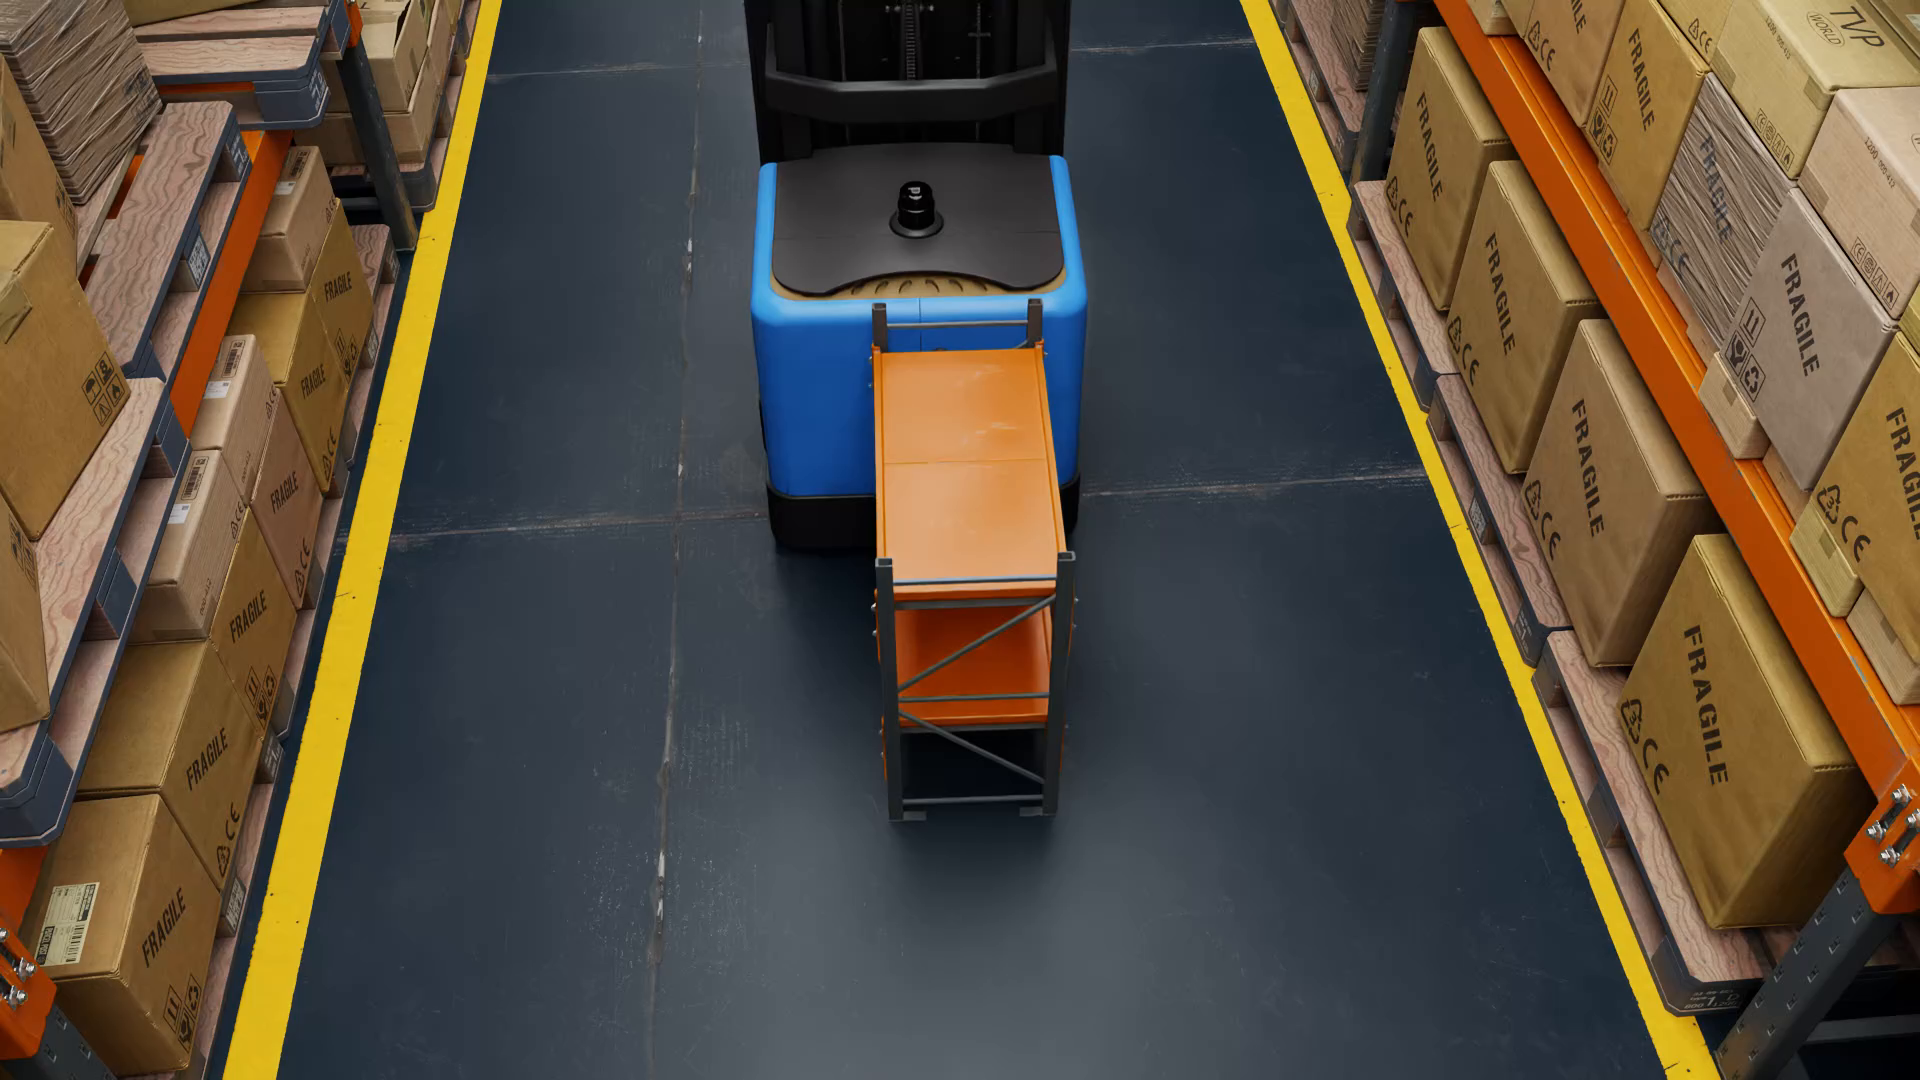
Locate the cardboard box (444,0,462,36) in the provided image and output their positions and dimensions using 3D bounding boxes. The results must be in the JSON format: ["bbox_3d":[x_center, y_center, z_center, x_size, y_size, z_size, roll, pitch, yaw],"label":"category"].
[{"bbox_3d":[-2.600,-2.567,7.720,0.500,0.250,0.500,-5,47,-4],"label":"cardboard box"}]

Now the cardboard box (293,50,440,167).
[{"bbox_3d":[-2.508,-1.828,7.020,0.500,0.250,0.500,-4,47,-3],"label":"cardboard box"}]

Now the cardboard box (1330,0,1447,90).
[{"bbox_3d":[2.067,-2.346,7.324,0.700,0.500,0.500,-3,47,-3],"label":"cardboard box"}]

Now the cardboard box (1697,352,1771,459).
[{"bbox_3d":[2.102,-0.349,4.174,0.380,0.149,0.250,-3,47,-3],"label":"cardboard box"}]

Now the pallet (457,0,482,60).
[{"bbox_3d":[-2.886,-2.752,8.211,1.003,0.211,1.213,-3,47,-3],"label":"pallet"}]

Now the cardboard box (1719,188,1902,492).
[{"bbox_3d":[2.172,-0.473,3.844,0.500,0.500,0.500,-3,47,-3],"label":"cardboard box"}]

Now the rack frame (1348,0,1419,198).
[{"bbox_3d":[2.179,-2.536,6.086,1.000,3.000,0.127,-3,47,-3],"label":"rack frame"}]

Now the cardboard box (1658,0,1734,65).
[{"bbox_3d":[2.101,-1.474,4.276,0.500,0.250,0.500,-4,47,-4],"label":"cardboard box"}]

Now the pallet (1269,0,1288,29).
[{"bbox_3d":[2.017,-3.023,8.468,1.003,0.211,1.213,-3,47,-3],"label":"pallet"}]

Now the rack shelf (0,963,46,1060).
[{"bbox_3d":[-2.254,2.356,1.948,1.077,0.370,4.000,-3,47,-3],"label":"rack shelf"}]

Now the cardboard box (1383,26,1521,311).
[{"bbox_3d":[2.110,-1.401,6.202,0.750,0.750,0.750,-4,47,-4],"label":"cardboard box"}]

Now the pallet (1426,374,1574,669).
[{"bbox_3d":[2.269,-0.122,5.720,1.003,0.211,1.213,-3,47,-3],"label":"pallet"}]

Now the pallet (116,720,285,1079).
[{"bbox_3d":[-2.527,1.035,4.625,1.003,0.211,1.213,-3,47,-3],"label":"pallet"}]

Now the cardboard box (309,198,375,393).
[{"bbox_3d":[-2.444,-0.862,5.919,0.500,0.500,0.500,-2,47,-2],"label":"cardboard box"}]

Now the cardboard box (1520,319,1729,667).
[{"bbox_3d":[2.253,-0.152,5.020,0.750,0.750,0.750,-2,47,-2],"label":"cardboard box"}]

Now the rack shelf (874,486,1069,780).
[{"bbox_3d":[0.016,0.234,5.091,0.538,0.278,1.000,-2,47,-2],"label":"rack shelf"}]

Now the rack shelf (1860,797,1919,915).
[{"bbox_3d":[2.682,2.052,2.236,1.077,0.370,4.000,-3,47,-3],"label":"rack shelf"}]

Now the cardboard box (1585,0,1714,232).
[{"bbox_3d":[2.091,-1.198,4.531,0.500,0.500,0.500,-2,47,-2],"label":"cardboard box"}]

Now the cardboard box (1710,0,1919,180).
[{"bbox_3d":[2.144,-1.105,3.927,0.500,0.250,0.500,-3,47,-3],"label":"cardboard box"}]

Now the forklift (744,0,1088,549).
[{"bbox_3d":[-0.185,-2.041,5.665,1.130,2.935,3.031,-2,47,-2],"label":"forklift"}]

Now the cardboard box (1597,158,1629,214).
[{"bbox_3d":[2.115,-1.095,4.880,0.380,0.149,0.250,-3,47,-3],"label":"cardboard box"}]

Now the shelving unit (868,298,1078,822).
[{"bbox_3d":[0.016,0.066,4.913,0.538,1.125,1.048,-2,47,-2],"label":"shelving unit"}]

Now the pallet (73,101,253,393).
[{"bbox_3d":[-2.589,-0.759,4.536,1.003,0.211,1.213,-3,47,-3],"label":"pallet"}]

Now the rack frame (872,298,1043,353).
[{"bbox_3d":[-0.007,-0.303,5.262,0.500,1.125,0.032,-2,47,-2],"label":"rack frame"}]

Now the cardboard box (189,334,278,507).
[{"bbox_3d":[-2.346,-0.339,4.907,0.500,0.250,0.500,-4,47,-4],"label":"cardboard box"}]

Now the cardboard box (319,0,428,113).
[{"bbox_3d":[-2.508,-2.021,6.816,0.500,0.311,0.500,-2,47,-2],"label":"cardboard box"}]

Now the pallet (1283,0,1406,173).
[{"bbox_3d":[2.116,-2.143,7.634,1.003,0.211,1.213,-3,47,-3],"label":"pallet"}]

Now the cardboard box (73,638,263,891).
[{"bbox_3d":[-2.275,0.620,4.515,0.500,0.500,0.500,-3,47,-3],"label":"cardboard box"}]

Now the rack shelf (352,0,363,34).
[{"bbox_3d":[-2.924,-3.432,7.430,1.077,0.370,4.000,-3,47,-3],"label":"rack shelf"}]

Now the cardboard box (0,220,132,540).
[{"bbox_3d":[-2.359,-0.367,3.674,0.700,0.500,0.500,3,47,3],"label":"cardboard box"}]

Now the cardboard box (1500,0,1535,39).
[{"bbox_3d":[2.000,-1.933,5.227,0.500,0.500,0.500,-2,47,-2],"label":"cardboard box"}]

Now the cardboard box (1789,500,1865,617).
[{"bbox_3d":[2.159,0.029,3.816,0.380,0.149,0.250,-3,47,-3],"label":"cardboard box"}]

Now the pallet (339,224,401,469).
[{"bbox_3d":[-2.732,-0.731,6.297,1.003,0.211,1.213,-3,47,-3],"label":"pallet"}]

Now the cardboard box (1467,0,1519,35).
[{"bbox_3d":[1.927,-1.824,5.571,0.380,0.149,0.250,-2,47,-2],"label":"cardboard box"}]

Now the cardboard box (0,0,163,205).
[{"bbox_3d":[-2.705,-1.289,4.547,0.700,0.500,0.500,4,47,4],"label":"cardboard box"}]

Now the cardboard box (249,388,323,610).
[{"bbox_3d":[-2.351,-0.108,5.205,0.500,0.500,0.500,-5,47,-5],"label":"cardboard box"}]

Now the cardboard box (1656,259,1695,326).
[{"bbox_3d":[2.141,-0.712,4.517,0.380,0.149,0.250,-5,47,-4],"label":"cardboard box"}]
